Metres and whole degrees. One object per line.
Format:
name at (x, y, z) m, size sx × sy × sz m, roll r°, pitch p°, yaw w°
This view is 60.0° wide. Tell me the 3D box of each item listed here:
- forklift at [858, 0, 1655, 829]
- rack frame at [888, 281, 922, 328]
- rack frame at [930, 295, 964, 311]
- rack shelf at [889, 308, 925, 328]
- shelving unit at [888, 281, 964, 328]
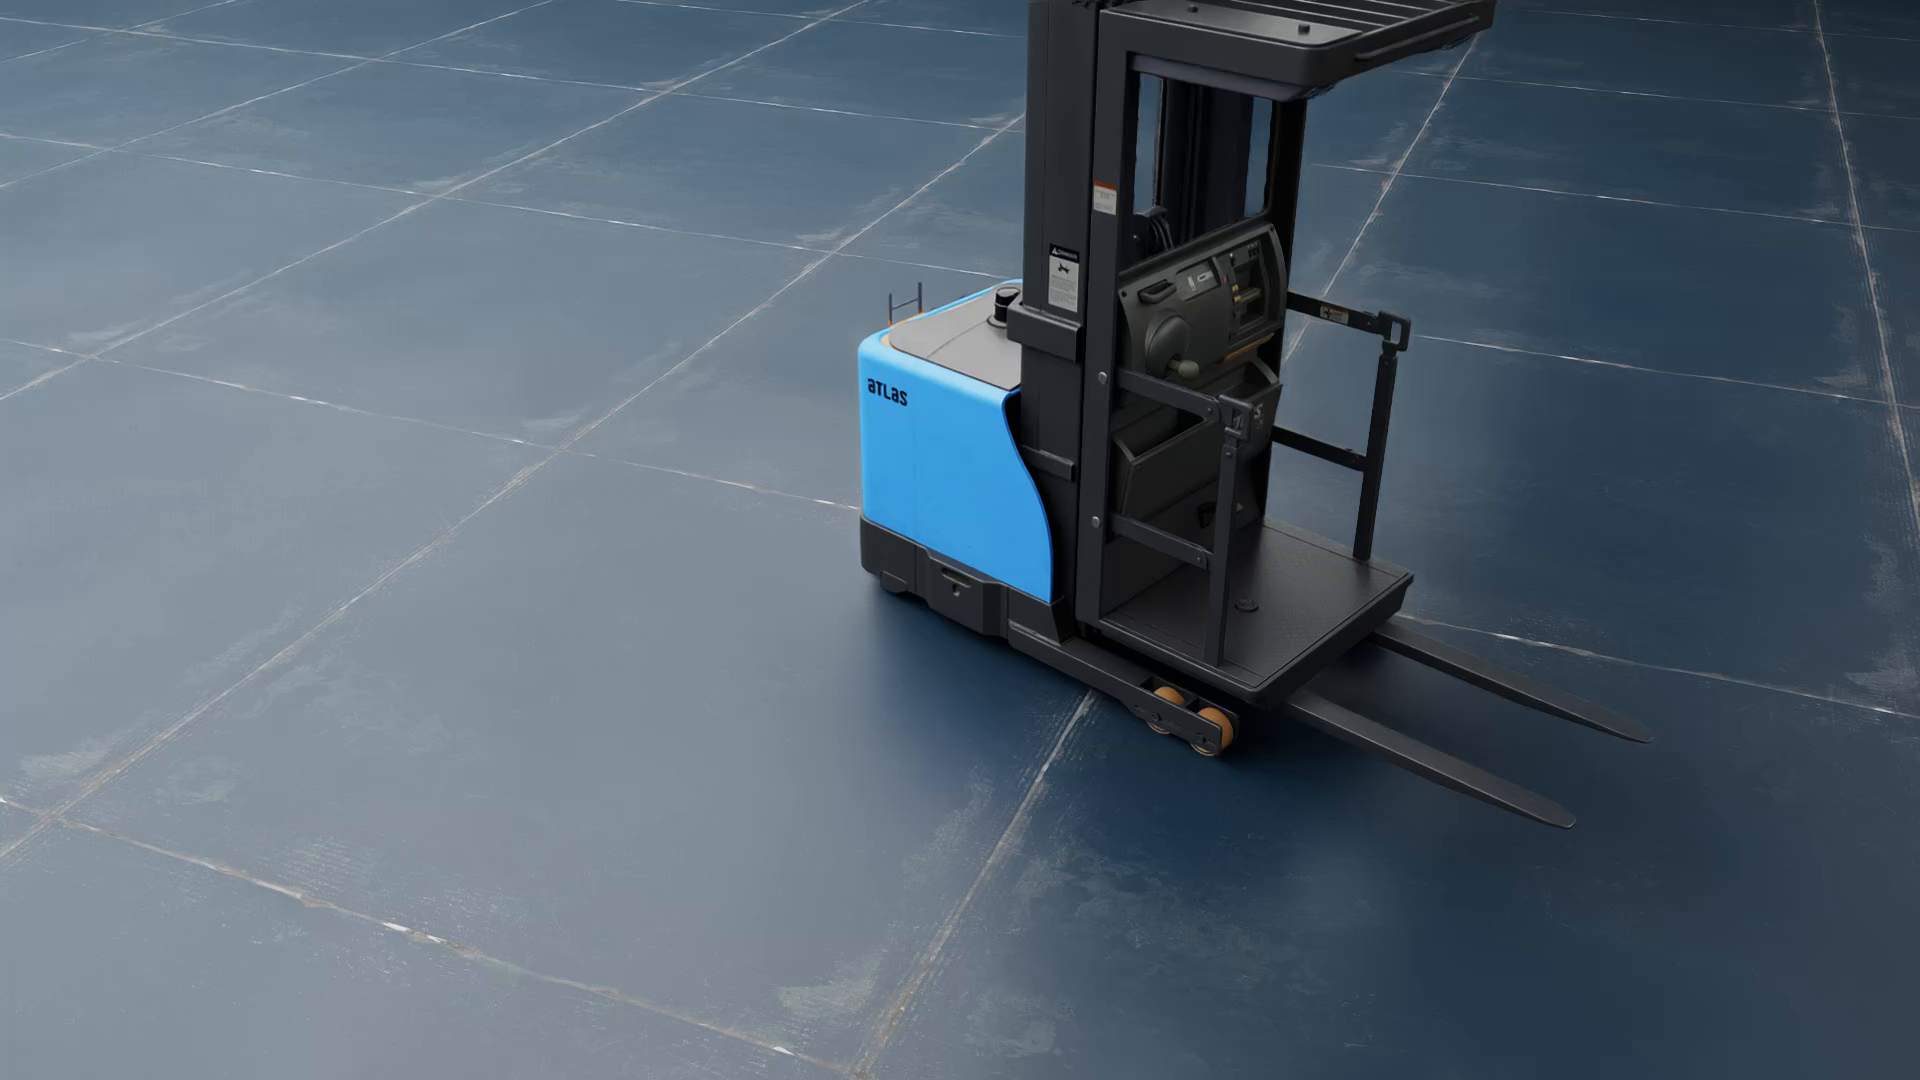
forklift at (1.014, -0.803, 5.692) m, size 3.031 × 2.935 × 1.130 m, roll 24°, pitch 37°, yaw 36°
rack frame at (-0.231, -0.604, 7.252) m, size 0.008 × 1.050 × 0.200 m, roll 24°, pitch 37°, yaw 36°
rack frame at (-0.051, -0.523, 7.109) m, size 0.008 × 1.050 × 0.200 m, roll 24°, pitch 37°, yaw 36°
rack shelf at (-0.141, -0.802, 7.046) m, size 0.240 × 0.259 × 0.215 m, roll 24°, pitch 37°, yaw 36°
shelving unit at (-0.141, -0.564, 7.180) m, size 0.252 × 1.050 × 0.215 m, roll 24°, pitch 37°, yaw 36°
